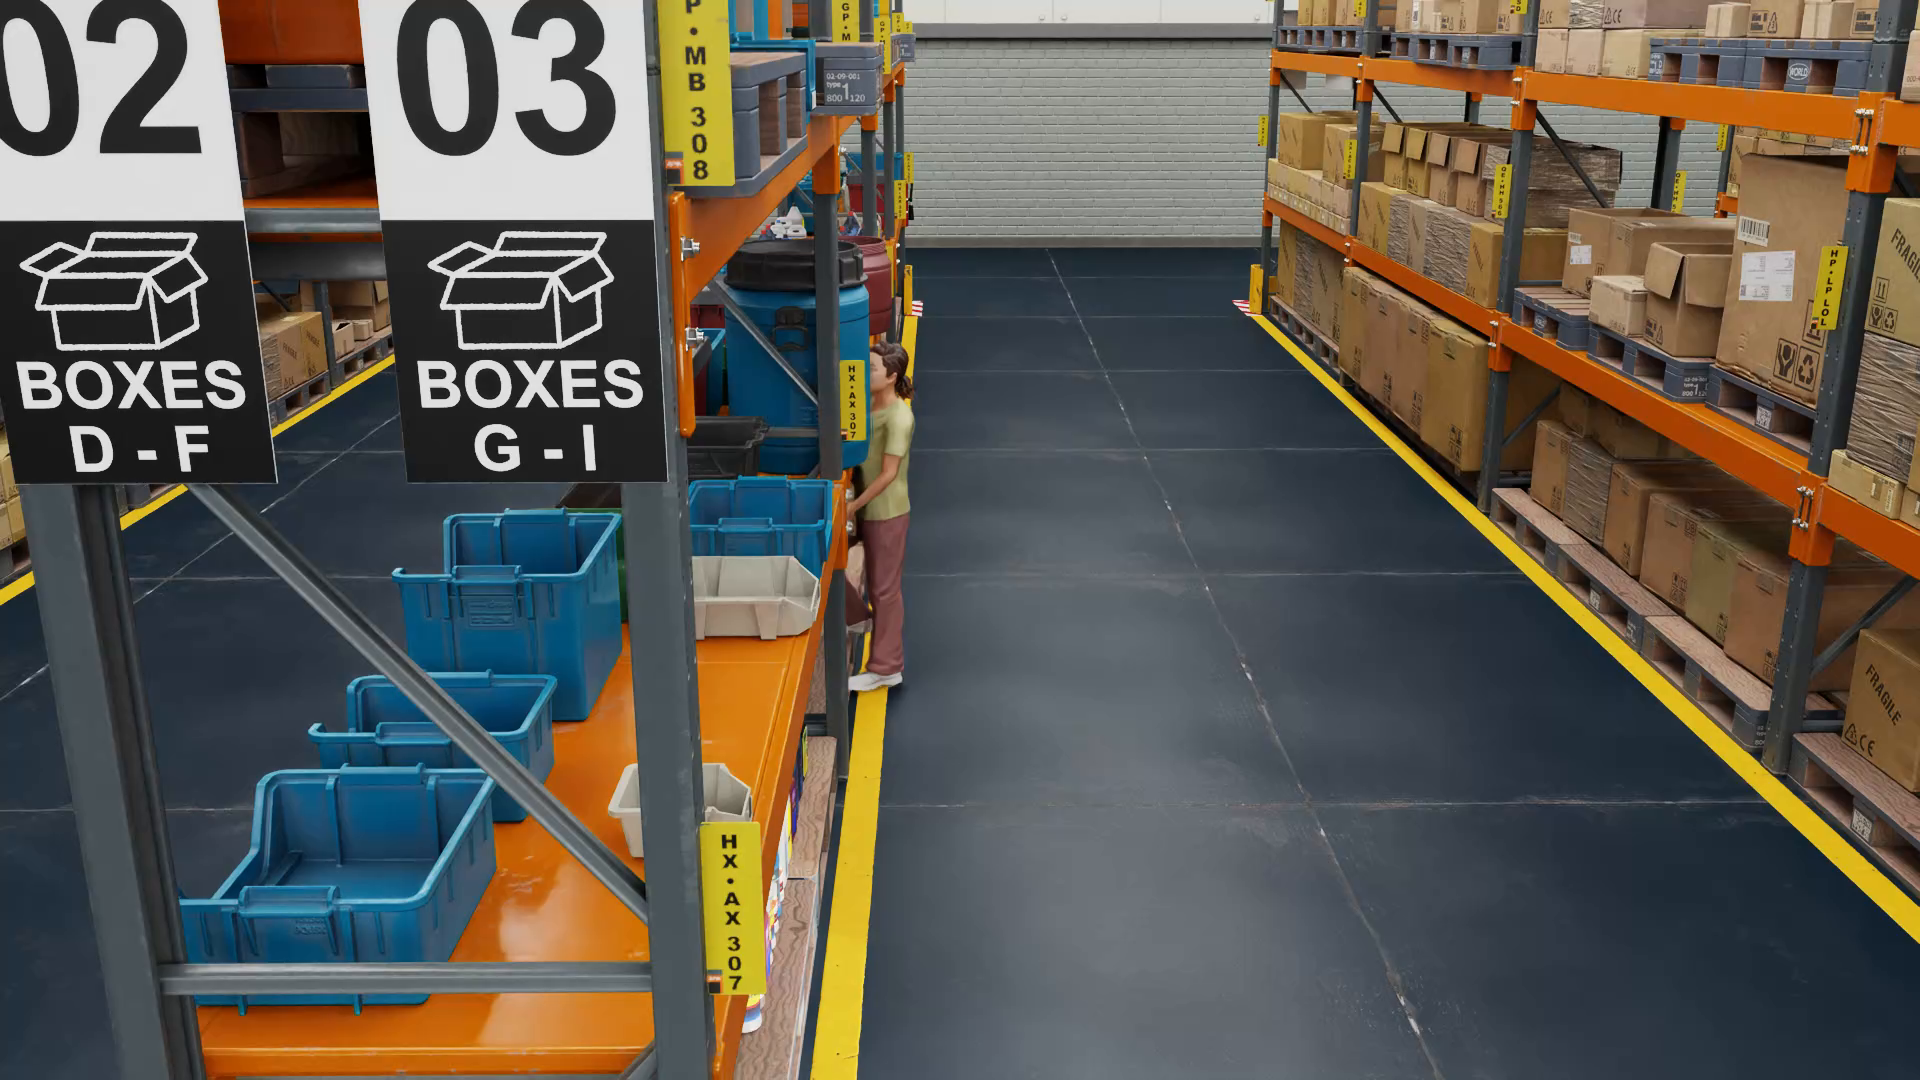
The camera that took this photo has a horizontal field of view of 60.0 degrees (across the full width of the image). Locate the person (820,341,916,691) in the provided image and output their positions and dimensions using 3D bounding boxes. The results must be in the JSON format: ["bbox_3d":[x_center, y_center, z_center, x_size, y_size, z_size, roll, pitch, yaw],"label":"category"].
[{"bbox_3d":[-0.466,-0.102,7.877,0.550,1.671,0.484,-9,19,-26],"label":"person"}]
